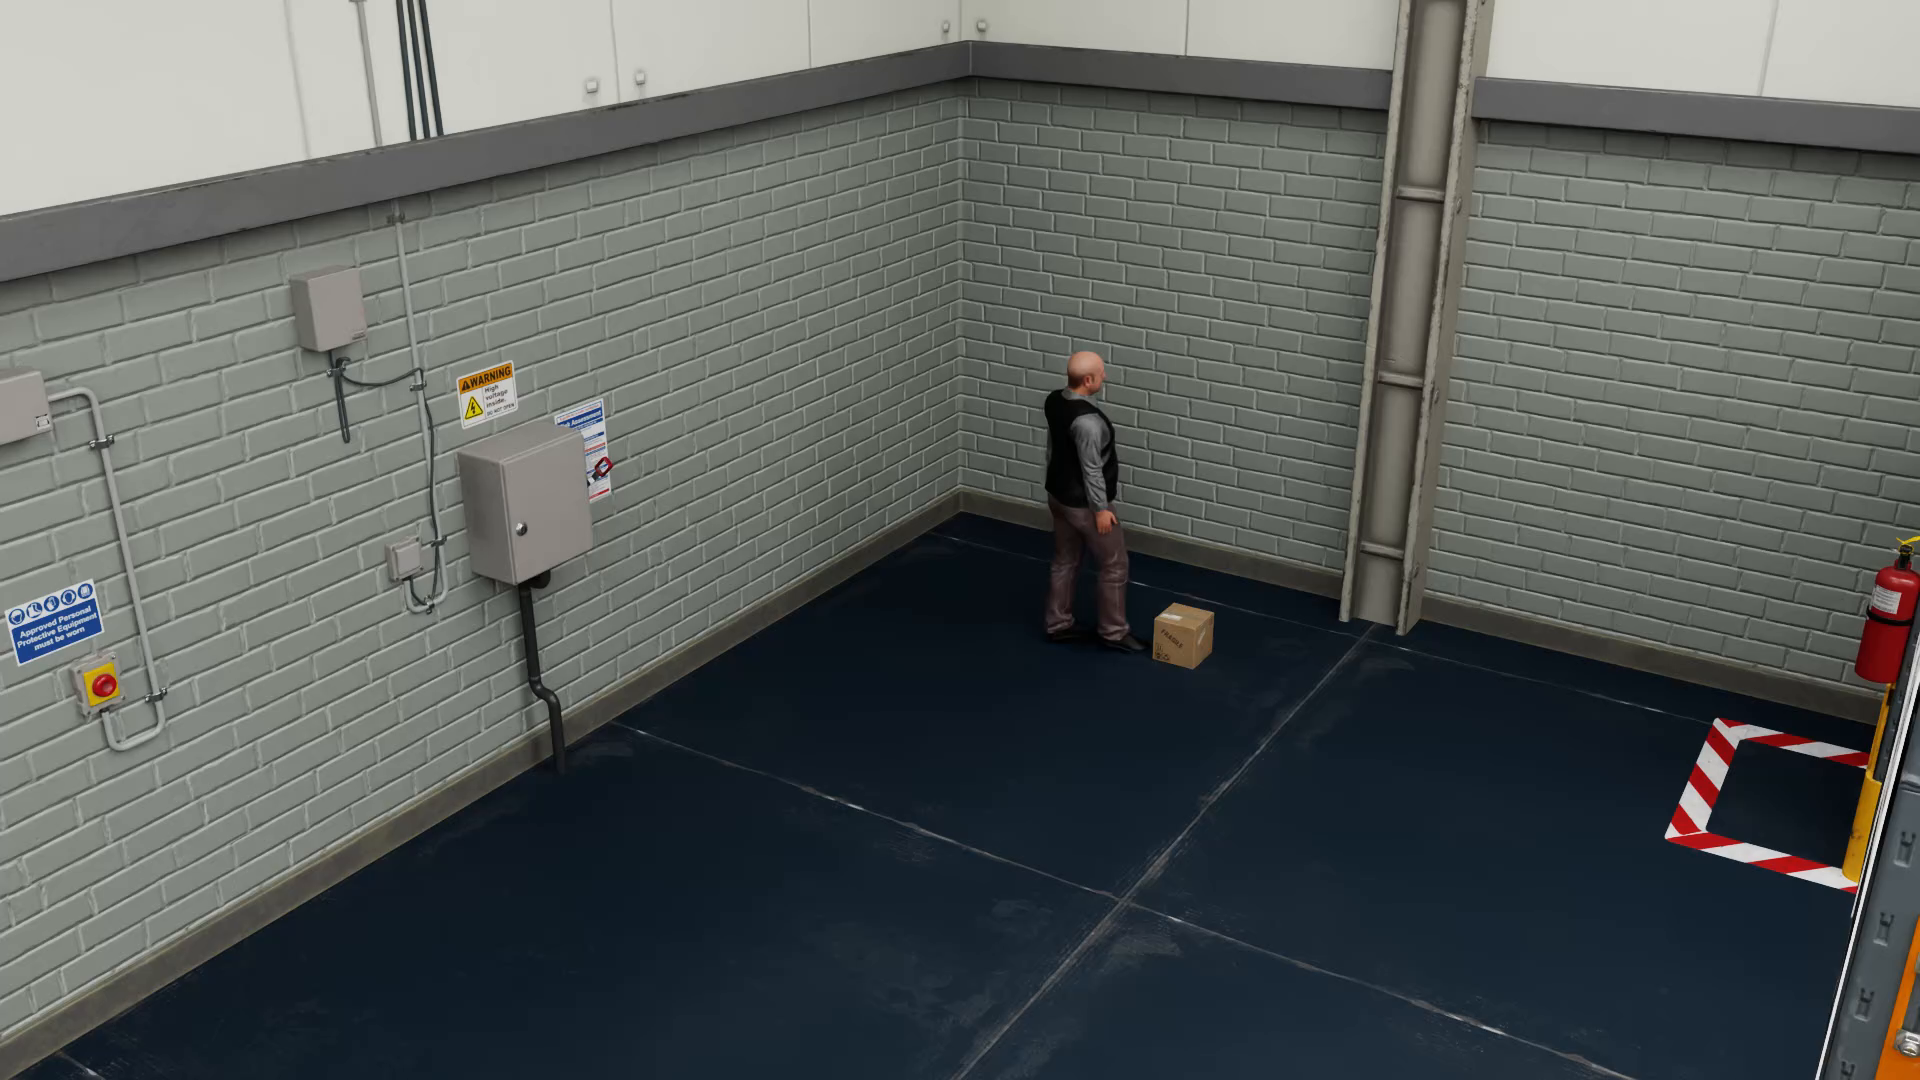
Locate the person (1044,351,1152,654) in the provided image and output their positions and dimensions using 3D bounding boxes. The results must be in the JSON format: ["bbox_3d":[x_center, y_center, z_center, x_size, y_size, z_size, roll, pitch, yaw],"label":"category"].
[{"bbox_3d":[0.750,-0.221,9.156,0.549,1.745,0.565,-9,25,-20],"label":"person"}]
